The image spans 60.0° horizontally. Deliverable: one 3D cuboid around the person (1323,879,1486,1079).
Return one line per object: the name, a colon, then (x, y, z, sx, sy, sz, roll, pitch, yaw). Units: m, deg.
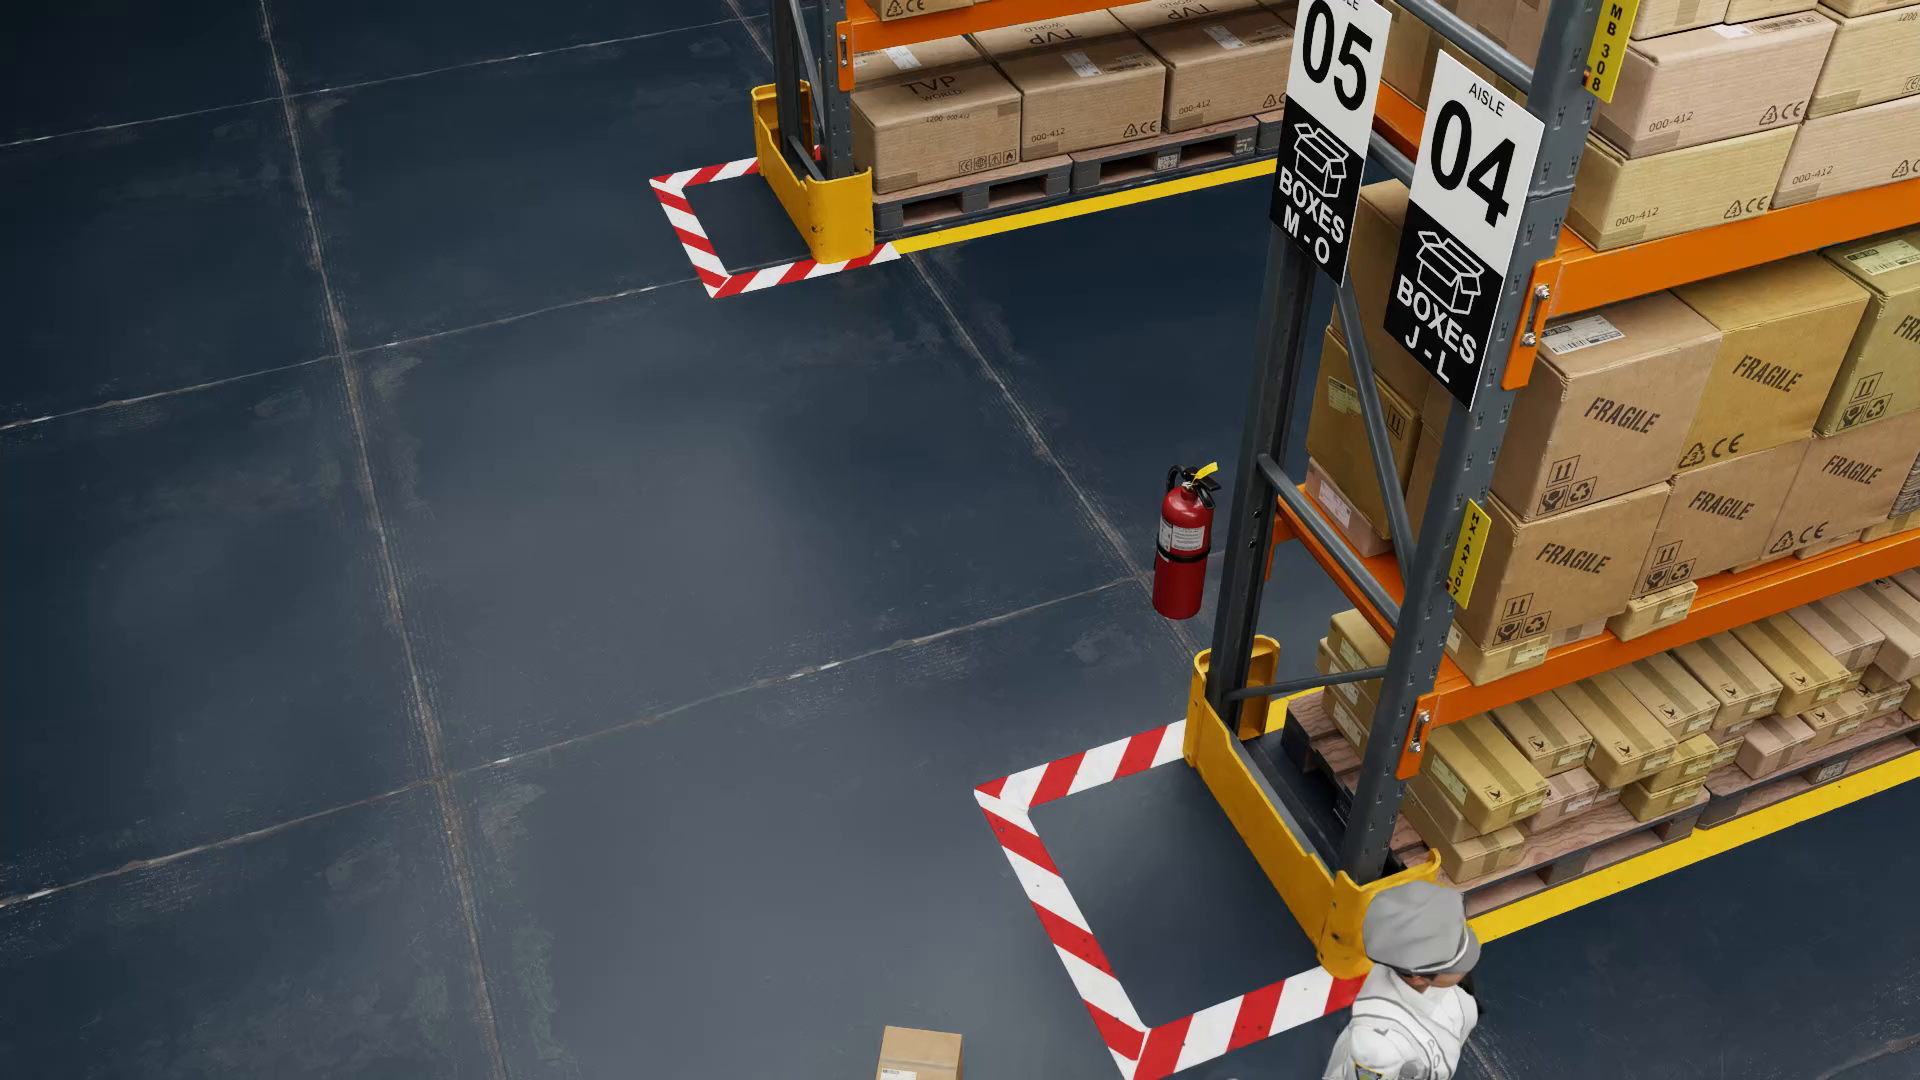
person: (1.100, 1.446, 4.511, 0.661, 1.669, 0.495, 21, 46, 21)
